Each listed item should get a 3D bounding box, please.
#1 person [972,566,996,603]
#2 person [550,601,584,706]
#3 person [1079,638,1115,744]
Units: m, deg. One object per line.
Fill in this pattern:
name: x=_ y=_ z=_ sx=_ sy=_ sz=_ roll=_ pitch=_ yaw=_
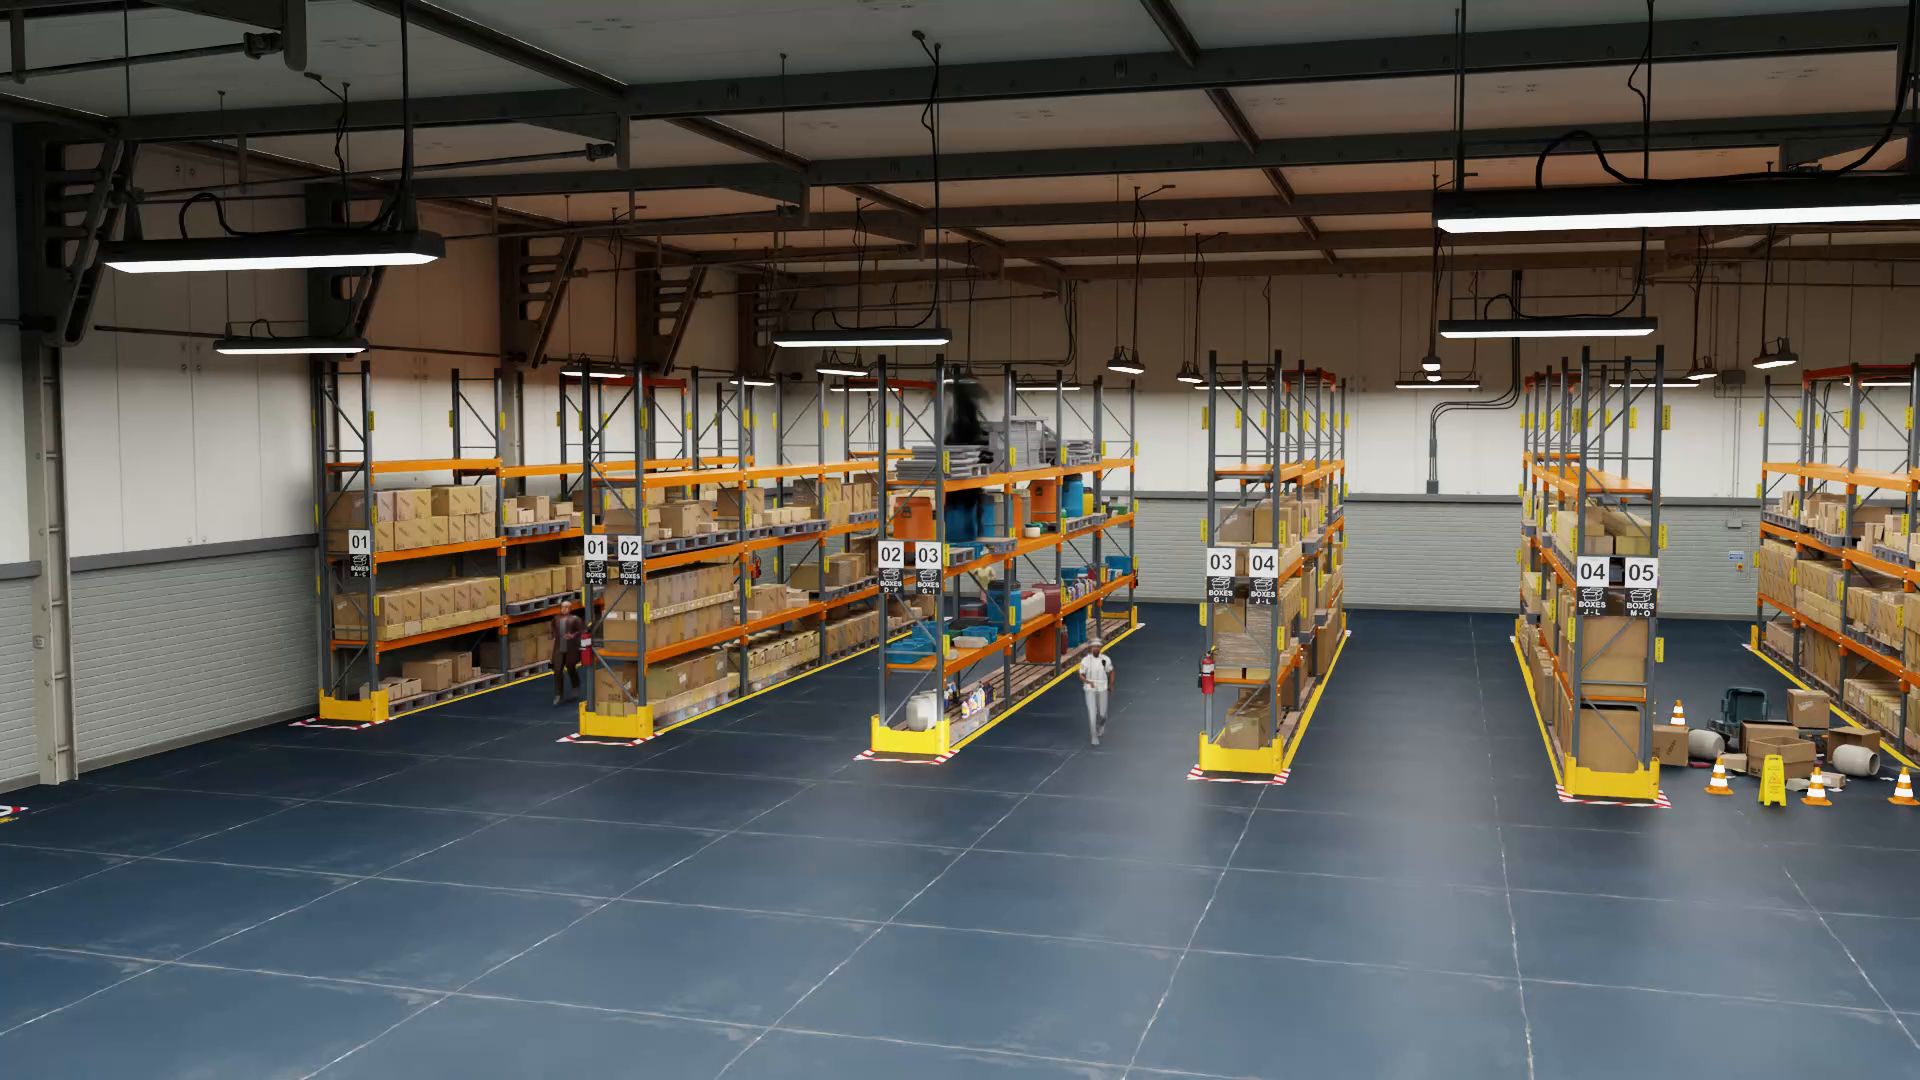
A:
person: x=0.606 y=1.243 z=41.059 sx=0.570 sy=1.680 sz=0.768 roll=-1 pitch=4 yaw=-11
person: x=-7.009 y=1.984 z=29.632 sx=0.705 sy=1.802 sz=1.047 roll=0 pitch=4 yaw=5
person: x=2.129 y=2.339 z=25.770 sx=0.570 sy=1.661 sz=0.529 roll=0 pitch=4 yaw=0
